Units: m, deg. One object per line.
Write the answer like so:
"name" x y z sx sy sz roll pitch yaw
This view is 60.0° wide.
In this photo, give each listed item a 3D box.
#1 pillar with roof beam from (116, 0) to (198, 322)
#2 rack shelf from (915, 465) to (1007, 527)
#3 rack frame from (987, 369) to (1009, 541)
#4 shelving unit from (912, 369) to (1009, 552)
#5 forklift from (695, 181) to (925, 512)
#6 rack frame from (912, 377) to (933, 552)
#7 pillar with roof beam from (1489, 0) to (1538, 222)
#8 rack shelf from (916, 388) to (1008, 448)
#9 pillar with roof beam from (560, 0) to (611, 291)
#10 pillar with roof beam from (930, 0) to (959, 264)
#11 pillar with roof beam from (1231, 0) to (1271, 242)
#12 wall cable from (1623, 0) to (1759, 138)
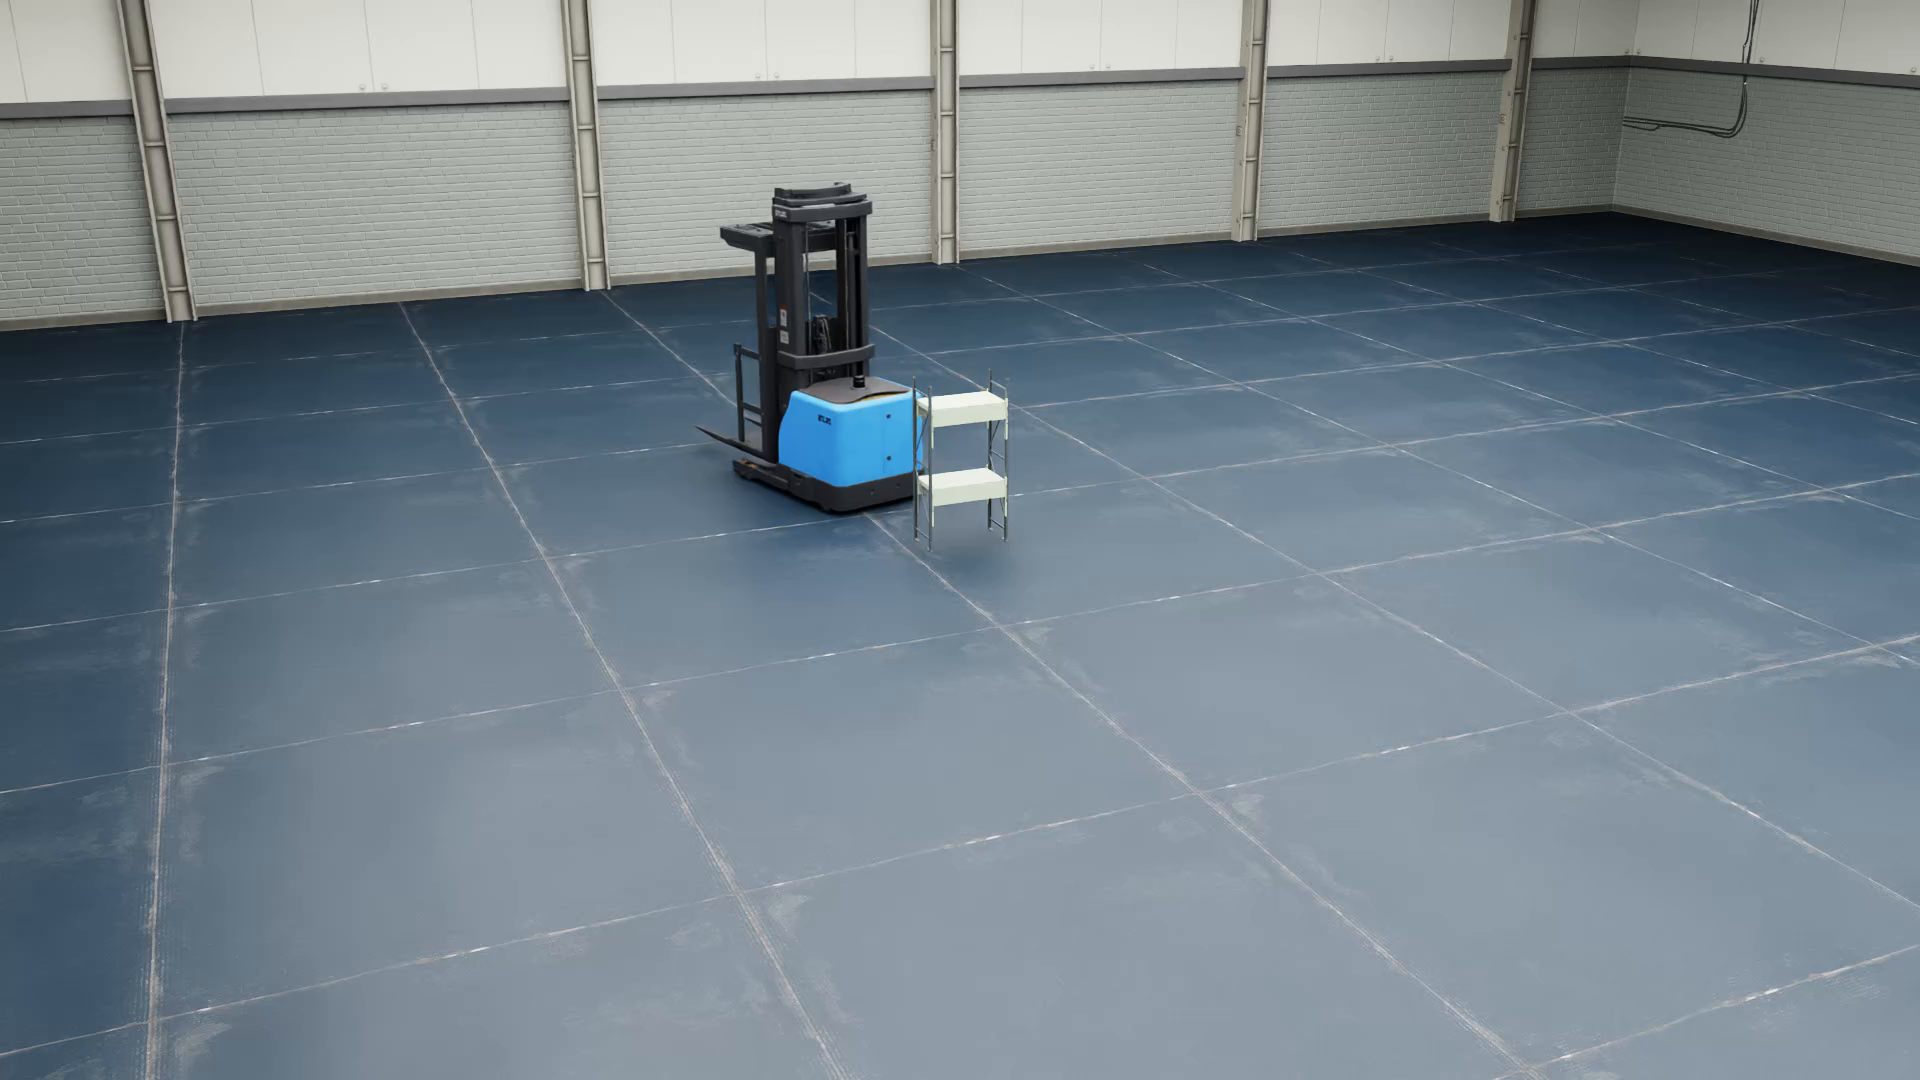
"pillar with roof beam" -9.565 -6.130 18.883 0.400 9.000 9.100 -8 21 -22
"rack shelf" 0.006 -0.401 14.884 0.720 0.370 0.431 -8 21 -22
"rack frame" 0.342 -0.756 14.912 0.023 1.500 0.400 -8 21 -22
"shelving unit" 0.006 -0.708 14.775 0.755 1.500 0.431 -8 21 -22
"forklift" -1.645 -2.071 16.491 1.130 2.935 3.031 -15 24 -36
"rack frame" -0.330 -0.660 14.639 0.023 1.500 0.400 -8 21 -22
"pillar with roof beam" 12.472 -9.288 27.850 0.400 9.000 9.100 -8 21 -22
"rack shelf" 0.006 -1.076 14.646 0.720 0.370 0.431 -8 21 -22
"pillar with roof beam" -4.056 -6.920 21.125 0.400 9.000 9.100 -8 21 -22
"pillar with roof beam" 1.453 -7.709 23.367 0.400 9.000 9.100 -8 21 -22
"pillar with roof beam" 6.963 -8.498 25.608 0.400 9.000 9.100 -8 21 -22
"wall cable" 13.995 -9.120 32.050 0.112 2.526 3.097 -8 21 -22
